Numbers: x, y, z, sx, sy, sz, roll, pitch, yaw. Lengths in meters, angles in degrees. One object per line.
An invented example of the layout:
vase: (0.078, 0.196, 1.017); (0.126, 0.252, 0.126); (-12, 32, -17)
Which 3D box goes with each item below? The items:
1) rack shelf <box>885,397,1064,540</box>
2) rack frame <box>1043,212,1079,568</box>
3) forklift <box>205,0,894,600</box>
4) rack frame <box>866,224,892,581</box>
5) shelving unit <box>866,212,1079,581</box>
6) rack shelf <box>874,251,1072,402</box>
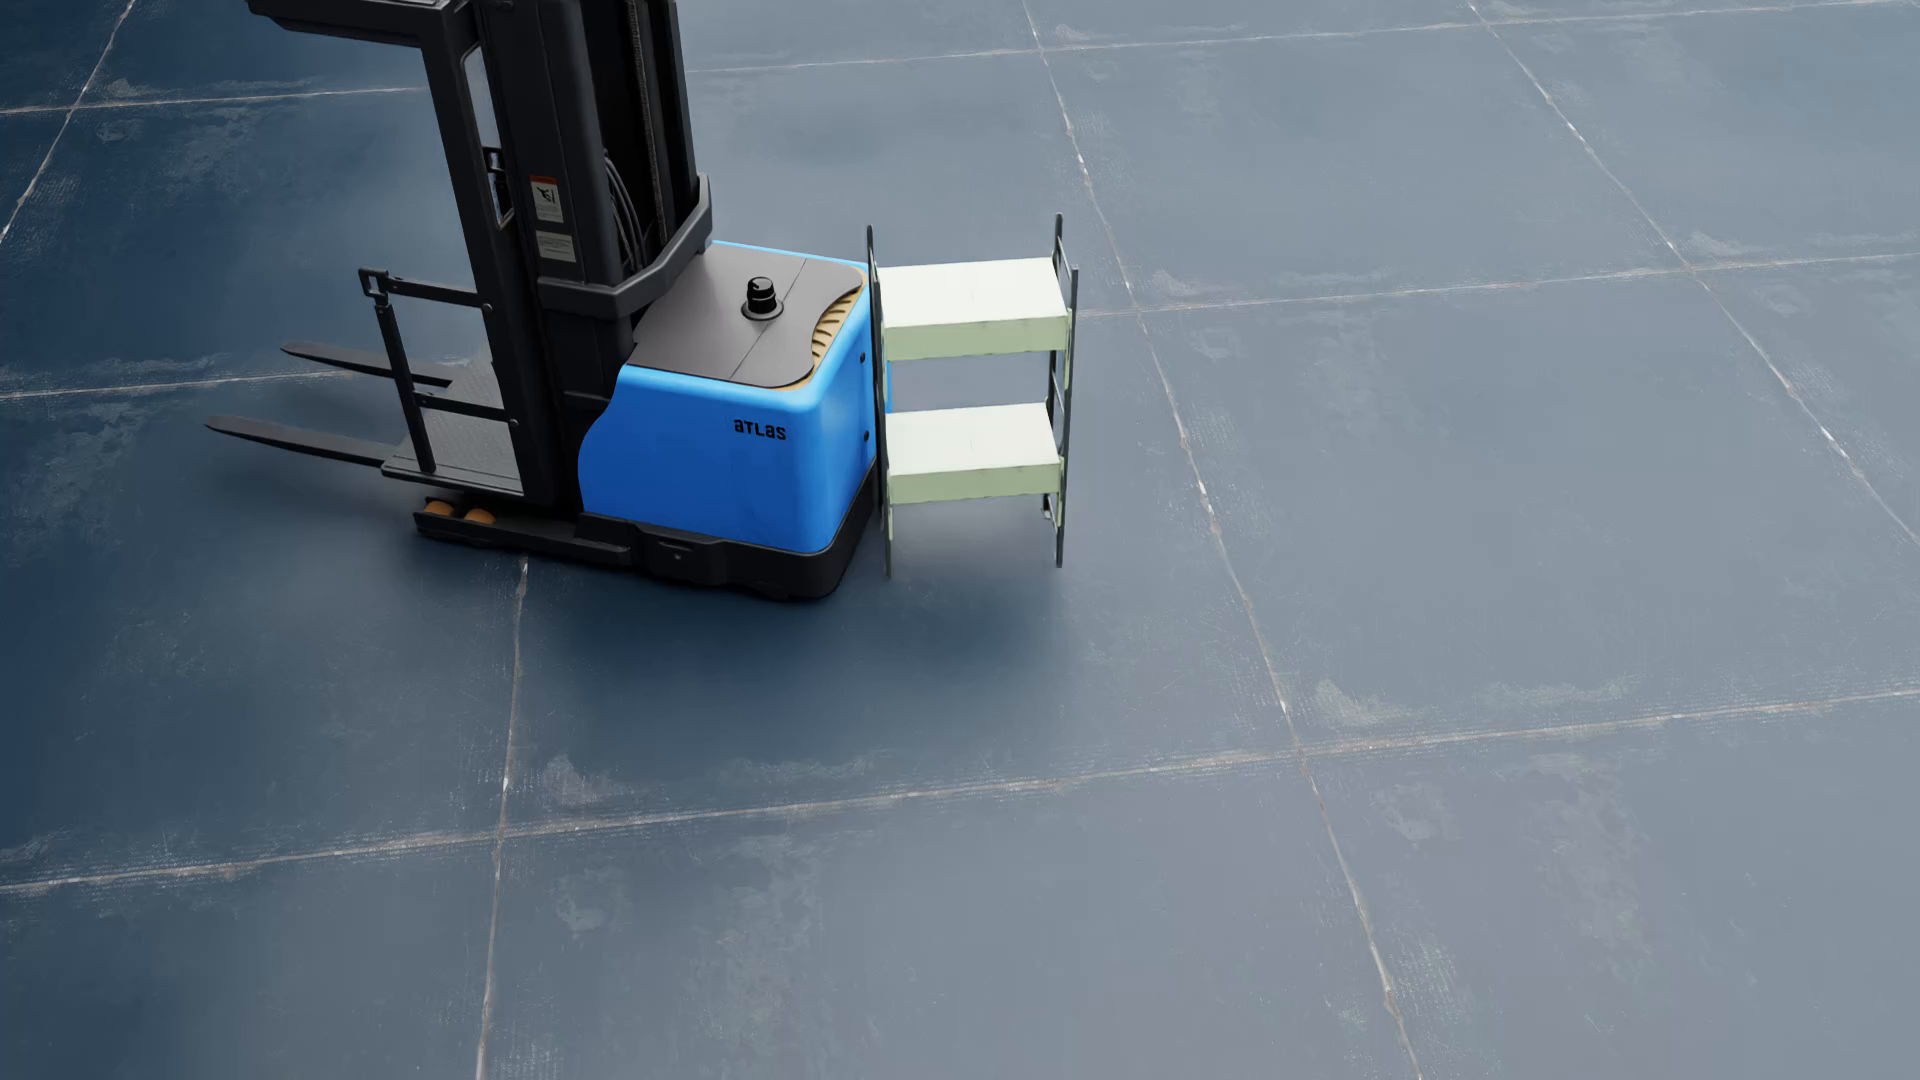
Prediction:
rack shelf: (0.040, -0.302, 6.952); (0.720, 0.370, 0.431); (-4, 42, -5)
rack frame: (0.403, -0.572, 6.764); (0.023, 1.500, 0.400); (-4, 42, -5)
forklift: (-1.861, -1.388, 6.600); (3.031, 2.935, 1.130); (11, 43, 11)
rack frame: (-0.324, -0.516, 6.702); (0.023, 1.500, 0.400); (-4, 42, -5)
shelving unit: (0.040, -0.544, 6.733); (0.755, 1.500, 0.431); (-4, 42, -5)
rack shelf: (0.040, -0.834, 6.472); (0.720, 0.370, 0.431); (-4, 42, -5)
